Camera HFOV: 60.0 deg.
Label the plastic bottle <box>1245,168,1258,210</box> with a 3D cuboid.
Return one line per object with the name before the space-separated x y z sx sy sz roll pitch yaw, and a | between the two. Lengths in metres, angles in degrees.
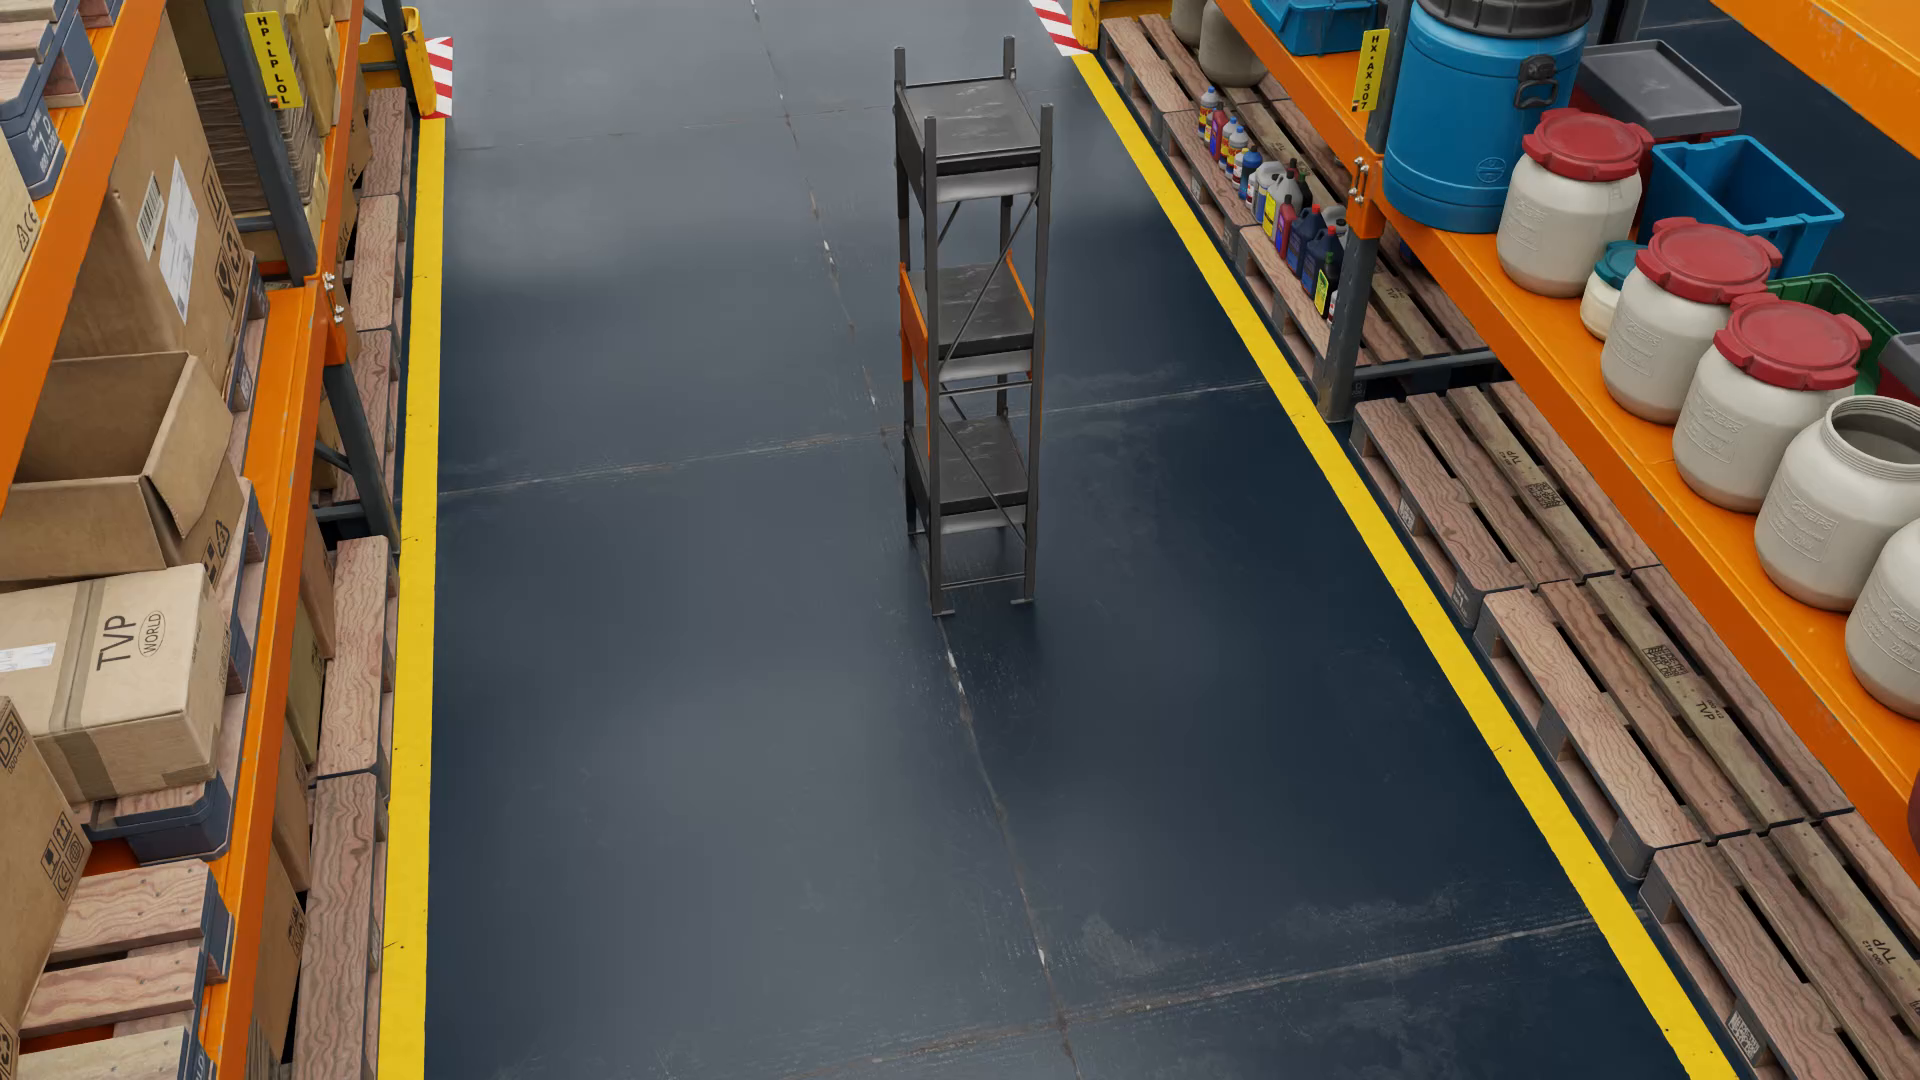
plastic bottle | 1.472 -1.744 8.232 0.097 0.201 0.097 0 42 0

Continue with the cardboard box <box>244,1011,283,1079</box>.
cardboard box | -2.182 1.546 4.300 0.700 0.500 0.500 -12 43 -13

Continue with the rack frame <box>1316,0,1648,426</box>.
rack frame | 2.087 -1.738 6.448 1.000 3.000 0.127 -8 42 -9

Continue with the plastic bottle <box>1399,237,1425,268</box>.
plastic bottle | 2.177 -1.474 7.814 0.144 0.351 0.185 -8 42 -9

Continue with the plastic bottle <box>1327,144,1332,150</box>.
plastic bottle | 1.972 -2.169 8.648 0.061 0.283 0.133 -8 42 -9

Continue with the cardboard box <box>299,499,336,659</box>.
cardboard box | -2.637 0.143 5.880 0.700 0.500 0.500 -11 43 -13

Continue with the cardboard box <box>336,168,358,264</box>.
cardboard box | -3.215 -1.645 7.910 0.500 0.500 0.500 -5 42 -5

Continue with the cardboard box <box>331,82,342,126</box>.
cardboard box | -2.701 -1.767 6.670 0.380 0.149 0.250 -8 42 -9

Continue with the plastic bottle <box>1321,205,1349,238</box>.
plastic bottle | 1.765 -1.422 7.812 0.152 0.276 0.135 -8 42 -9

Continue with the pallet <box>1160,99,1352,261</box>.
pallet | 1.716 -1.928 8.764 1.003 0.211 1.213 -8 42 -9

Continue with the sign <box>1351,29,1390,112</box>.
sign | 1.548 -1.769 6.275 0.100 0.325 0.005 -8 42 -9

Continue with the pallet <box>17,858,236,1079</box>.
pallet | -2.143 1.190 3.294 1.213 0.211 1.003 -8 42 -9

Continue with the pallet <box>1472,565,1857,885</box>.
pallet | 2.561 0.601 5.914 1.003 0.211 1.213 -8 42 -9

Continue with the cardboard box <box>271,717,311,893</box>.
cardboard box | -2.432 0.818 5.121 0.700 0.500 0.500 -12 43 -13

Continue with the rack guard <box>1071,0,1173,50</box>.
rack guard | 1.286 -3.353 10.151 1.175 0.500 0.348 -8 42 -9

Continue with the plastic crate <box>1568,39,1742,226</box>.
plastic crate | 2.490 -1.492 6.123 0.402 0.464 0.583 -8 42 -9

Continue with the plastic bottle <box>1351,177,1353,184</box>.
plastic bottle | 2.046 -1.827 8.269 0.152 0.276 0.135 -8 42 -9

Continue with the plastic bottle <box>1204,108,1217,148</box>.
plastic bottle | 1.333 -2.161 8.702 0.097 0.201 0.097 0 42 0

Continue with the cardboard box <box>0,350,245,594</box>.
cardboard box | -2.285 -0.113 4.224 0.797 0.503 0.637 -4 42 -5

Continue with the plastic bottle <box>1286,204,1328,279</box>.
plastic bottle | 1.625 -1.412 7.745 0.144 0.351 0.185 -10 43 -11

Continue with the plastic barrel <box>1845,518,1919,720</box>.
plastic barrel | 2.520 0.177 4.207 0.421 0.512 0.421 0 42 0

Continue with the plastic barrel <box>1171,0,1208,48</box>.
plastic barrel | 1.440 -3.141 9.587 0.421 0.512 0.421 0 42 0

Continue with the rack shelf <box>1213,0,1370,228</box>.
rack shelf | 1.656 -2.765 8.147 1.077 0.370 4.000 -8 42 -9

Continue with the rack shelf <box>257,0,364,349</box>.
rack shelf | -3.181 -2.055 7.348 1.077 0.370 4.000 -8 42 -9

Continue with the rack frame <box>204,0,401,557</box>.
rack frame | -2.749 -1.028 5.648 1.000 3.000 0.127 -8 42 -9

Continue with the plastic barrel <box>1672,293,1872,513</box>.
plastic barrel | 2.331 -0.381 4.817 0.433 0.535 0.433 0 42 0

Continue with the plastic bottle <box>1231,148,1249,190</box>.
plastic bottle | 1.428 -1.877 8.382 0.097 0.201 0.097 0 42 0

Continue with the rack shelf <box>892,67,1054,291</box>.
rack shelf | 0.036 -1.191 5.476 0.431 0.518 0.480 -8 42 -9

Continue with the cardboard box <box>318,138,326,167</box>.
cardboard box | -2.624 -1.438 6.300 0.380 0.149 0.250 -8 42 -9

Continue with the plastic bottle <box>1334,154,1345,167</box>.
plastic bottle | 1.988 -2.034 8.558 0.097 0.201 0.097 0 42 0

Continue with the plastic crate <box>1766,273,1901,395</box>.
plastic crate | 2.739 -0.570 5.292 0.450 0.188 0.662 -8 42 -9

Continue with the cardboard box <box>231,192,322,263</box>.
cardboard box | -2.502 -1.116 5.937 0.380 0.149 0.250 -8 42 -9

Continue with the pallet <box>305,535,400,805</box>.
pallet | -2.580 0.519 6.006 1.003 0.211 1.213 -8 42 -9

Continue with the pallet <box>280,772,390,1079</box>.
pallet | -2.313 1.312 5.113 1.003 0.211 1.213 -8 42 -9

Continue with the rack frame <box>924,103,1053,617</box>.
rack frame | 0.088 -0.520 5.754 0.400 2.100 0.015 -8 42 -9

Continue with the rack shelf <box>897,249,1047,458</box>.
rack shelf | 0.036 -0.668 5.941 0.431 0.518 0.480 -8 42 -9

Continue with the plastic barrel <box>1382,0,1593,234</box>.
plastic barrel | 1.875 -1.631 5.951 0.600 0.901 0.708 -8 42 -9

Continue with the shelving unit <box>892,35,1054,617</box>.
shelving unit | 0.036 -0.678 5.932 0.431 2.100 0.503 -8 42 -9

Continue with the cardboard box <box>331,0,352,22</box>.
cardboard box | -2.923 -2.414 7.400 0.380 0.149 0.250 -8 42 -9

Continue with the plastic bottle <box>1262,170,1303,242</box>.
plastic bottle | 1.556 -1.621 7.981 0.144 0.351 0.185 -9 42 -10

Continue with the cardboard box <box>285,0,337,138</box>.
cardboard box | -2.859 -1.806 6.226 0.875 0.500 0.500 -8 42 -9

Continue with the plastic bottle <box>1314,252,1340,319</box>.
plastic bottle | 1.661 -1.151 7.502 0.061 0.283 0.133 -6 42 -7

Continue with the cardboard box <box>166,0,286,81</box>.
cardboard box | -2.598 -1.879 5.554 0.500 0.500 0.500 -8 42 -9

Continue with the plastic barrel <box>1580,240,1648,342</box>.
plastic barrel | 2.223 -0.806 5.503 0.301 0.262 0.301 0 42 0

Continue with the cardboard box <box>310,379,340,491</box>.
cardboard box | -2.796 -0.515 6.637 0.500 0.500 0.500 -10 42 -11

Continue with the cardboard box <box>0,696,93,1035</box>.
cardboard box | -2.259 0.679 3.334 0.700 0.500 0.500 -3 42 -3

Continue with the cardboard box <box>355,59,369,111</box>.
cardboard box | -3.494 -2.436 8.801 0.500 0.500 0.500 -1 42 -1

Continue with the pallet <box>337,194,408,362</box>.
pallet | -3.195 -1.208 7.952 1.003 0.211 1.213 -8 42 -9

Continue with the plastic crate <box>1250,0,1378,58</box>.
plastic crate | 1.583 -2.360 7.262 0.499 0.251 0.616 -8 42 -9

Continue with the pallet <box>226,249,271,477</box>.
pallet | -2.726 -0.440 5.131 1.003 0.211 1.213 -8 42 -9

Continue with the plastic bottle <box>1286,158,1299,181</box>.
plastic bottle | 1.628 -1.718 8.140 0.061 0.283 0.133 -8 42 -9

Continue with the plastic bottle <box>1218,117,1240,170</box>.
plastic bottle | 1.385 -2.033 8.504 0.097 0.271 0.097 0 42 0
